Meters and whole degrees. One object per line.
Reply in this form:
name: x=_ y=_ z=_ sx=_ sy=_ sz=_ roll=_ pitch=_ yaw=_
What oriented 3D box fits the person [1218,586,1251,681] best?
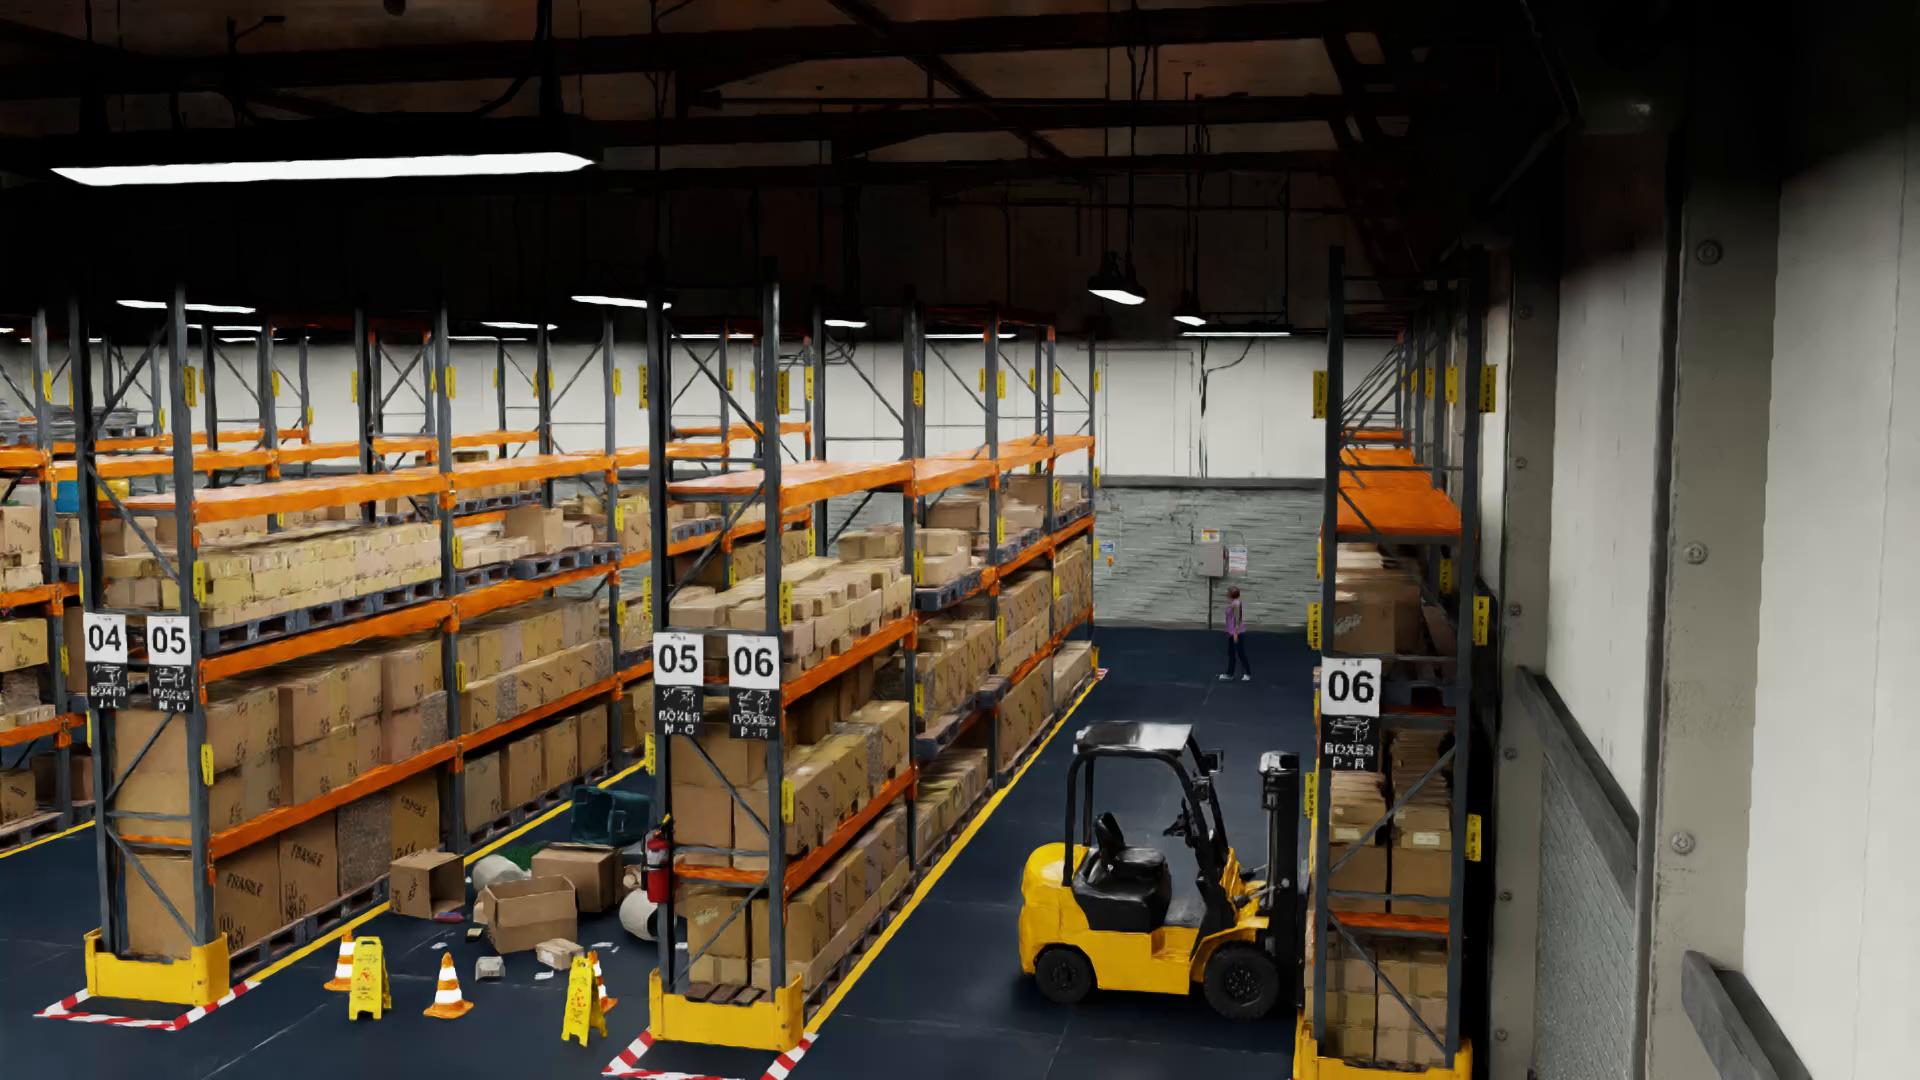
person: x=4.620 y=1.562 z=27.835 sx=0.496 sy=1.594 sz=0.537 roll=0 pitch=6 yaw=-2
